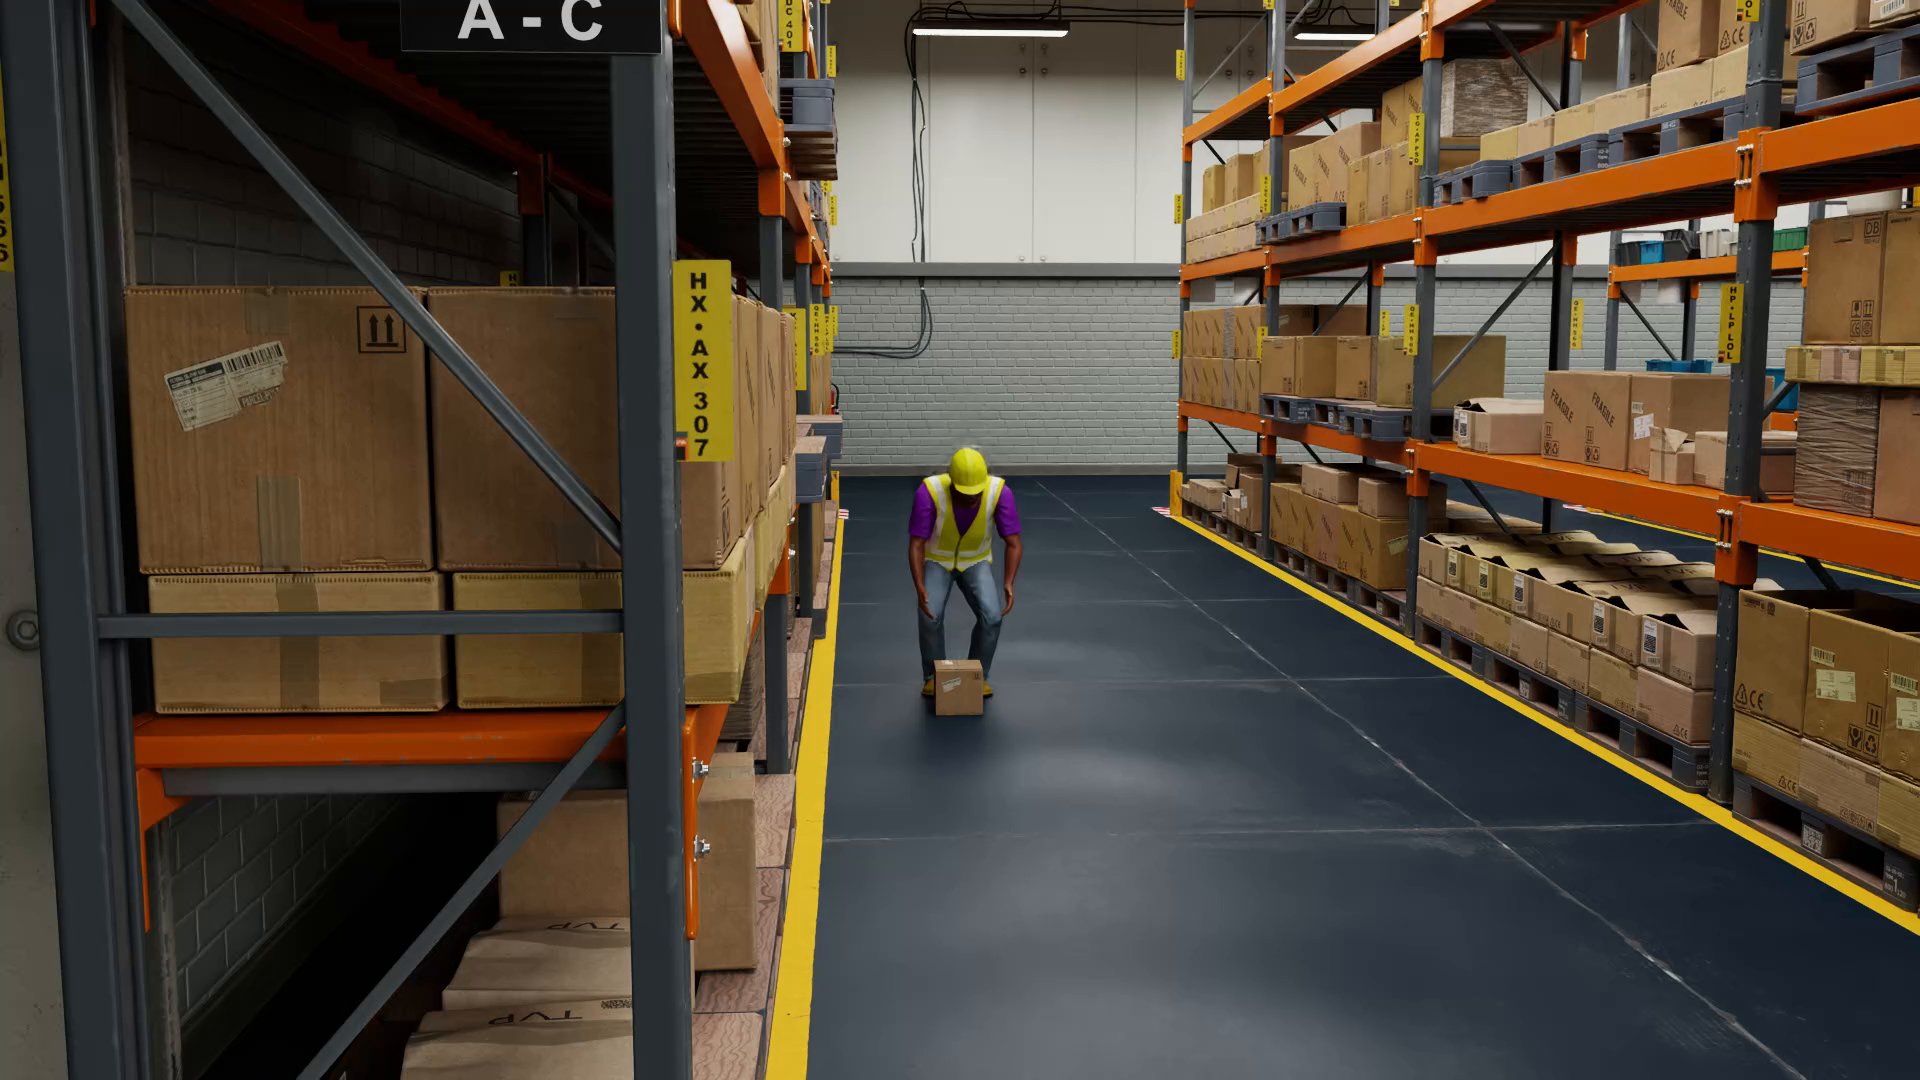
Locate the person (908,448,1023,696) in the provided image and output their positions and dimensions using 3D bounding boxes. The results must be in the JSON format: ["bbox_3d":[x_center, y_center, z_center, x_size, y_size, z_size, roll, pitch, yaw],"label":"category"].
[{"bbox_3d":[0.023,0.172,9.241,0.631,1.403,0.763,0,7,-4],"label":"person"}]
